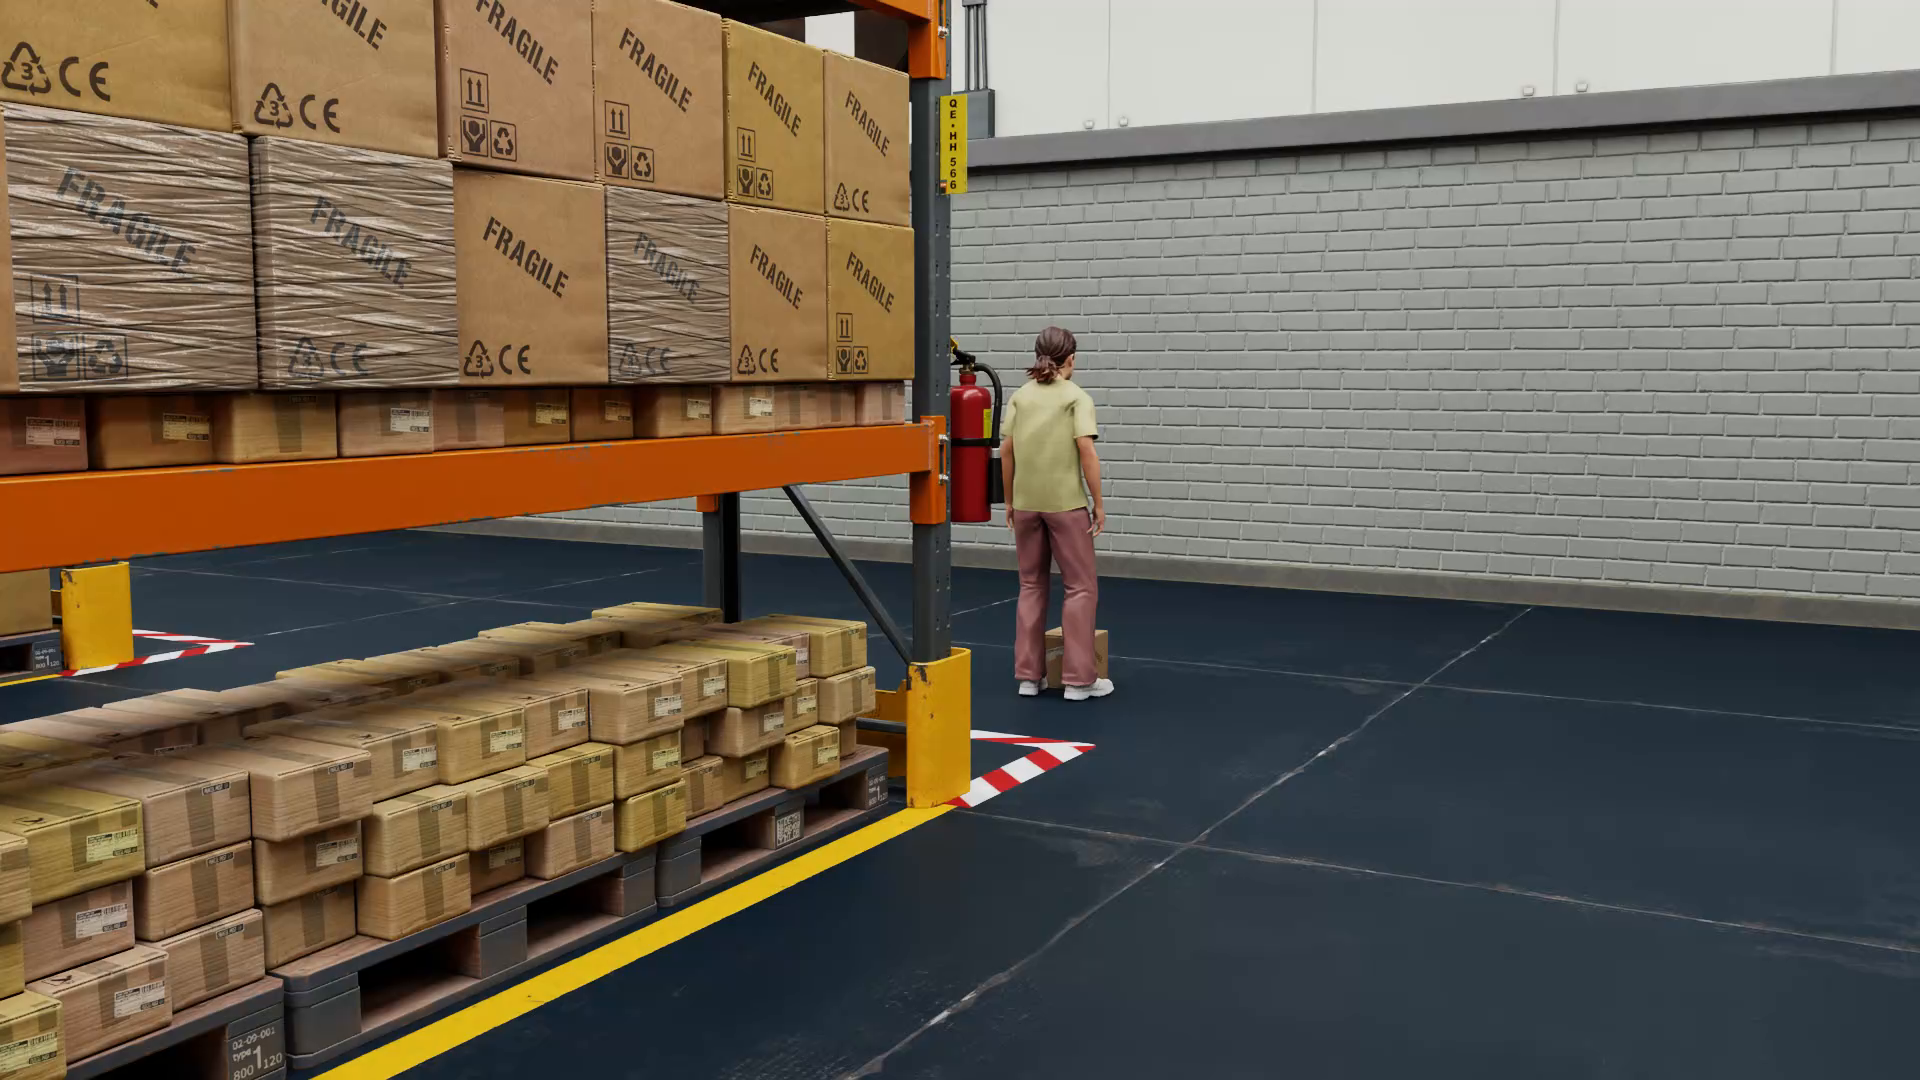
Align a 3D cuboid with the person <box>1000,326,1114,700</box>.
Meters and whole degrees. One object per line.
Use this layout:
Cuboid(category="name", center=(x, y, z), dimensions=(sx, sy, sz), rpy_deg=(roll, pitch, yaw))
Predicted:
Cuboid(category="person", center=(0.424, -0.127, 7.530), dimensions=(0.499, 1.673, 0.357), rpy_deg=(3, 7, 29))
